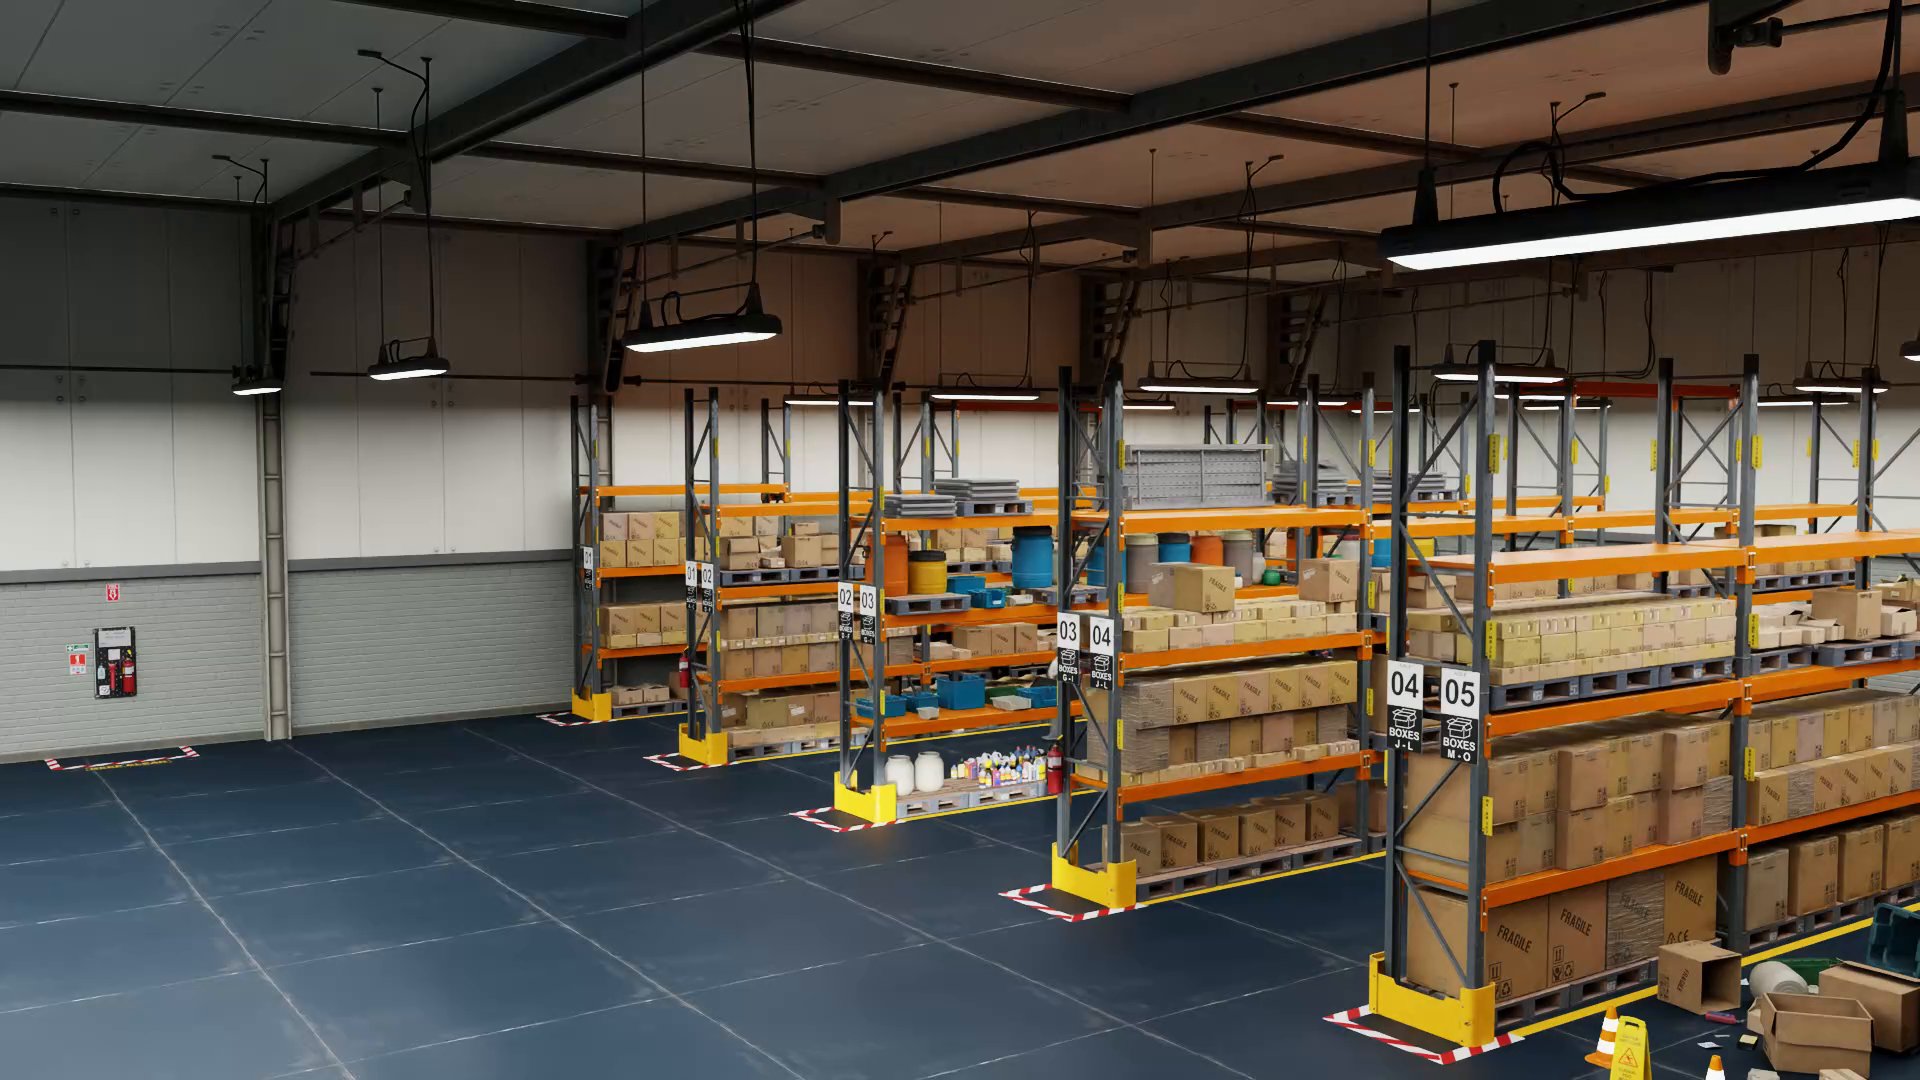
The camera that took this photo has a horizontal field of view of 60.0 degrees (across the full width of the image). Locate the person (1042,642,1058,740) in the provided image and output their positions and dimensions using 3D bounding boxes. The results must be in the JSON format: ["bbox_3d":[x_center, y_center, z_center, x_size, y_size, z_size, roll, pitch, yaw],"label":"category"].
[{"bbox_3d":[1.683,2.599,28.746,0.395,1.667,0.555,2,4,24],"label":"person"}]

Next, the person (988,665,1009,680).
[{"bbox_3d":[0.732,2.423,32.218,0.472,1.589,0.421,1,4,21],"label":"person"}]
